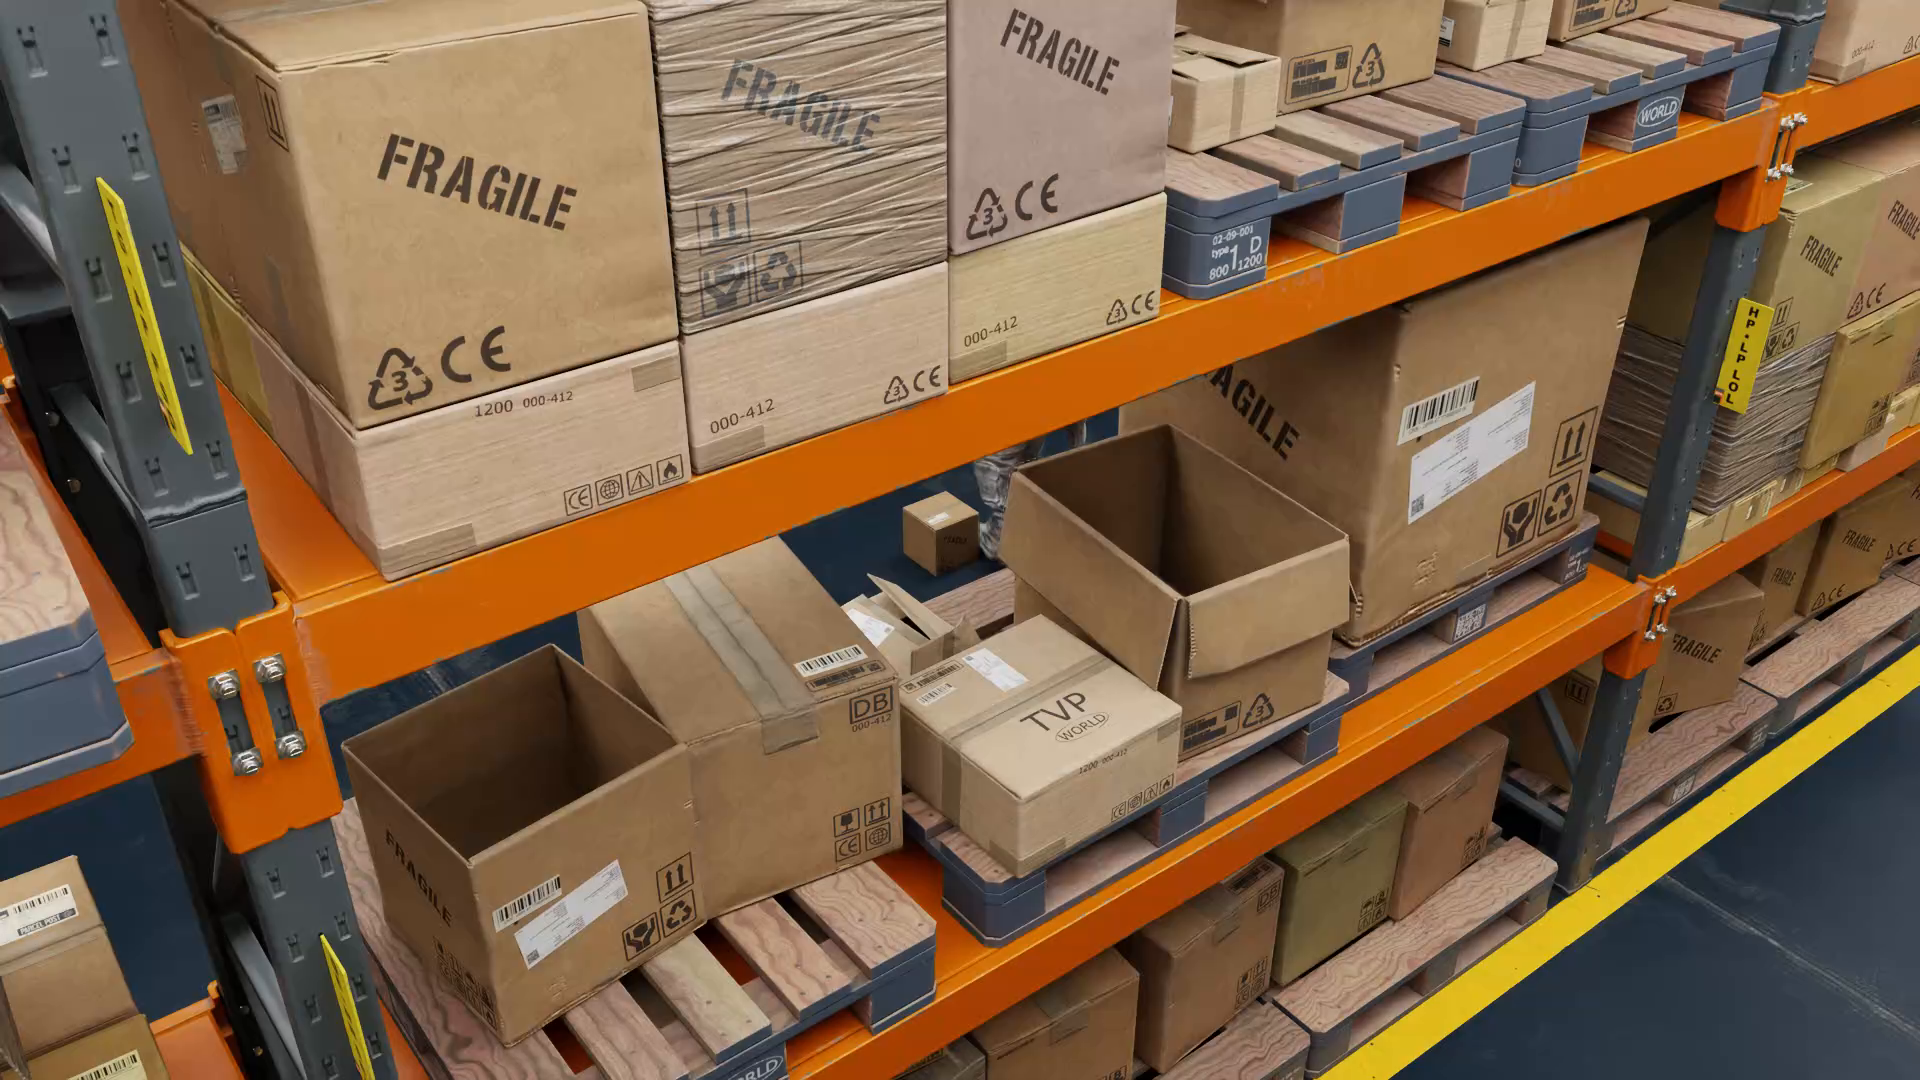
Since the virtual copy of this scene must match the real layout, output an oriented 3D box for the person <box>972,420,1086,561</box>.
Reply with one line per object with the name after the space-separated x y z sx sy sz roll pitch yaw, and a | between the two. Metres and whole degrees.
0.135 -0.556 6.971 0.599 1.760 0.797 -19 36 -27 | person
